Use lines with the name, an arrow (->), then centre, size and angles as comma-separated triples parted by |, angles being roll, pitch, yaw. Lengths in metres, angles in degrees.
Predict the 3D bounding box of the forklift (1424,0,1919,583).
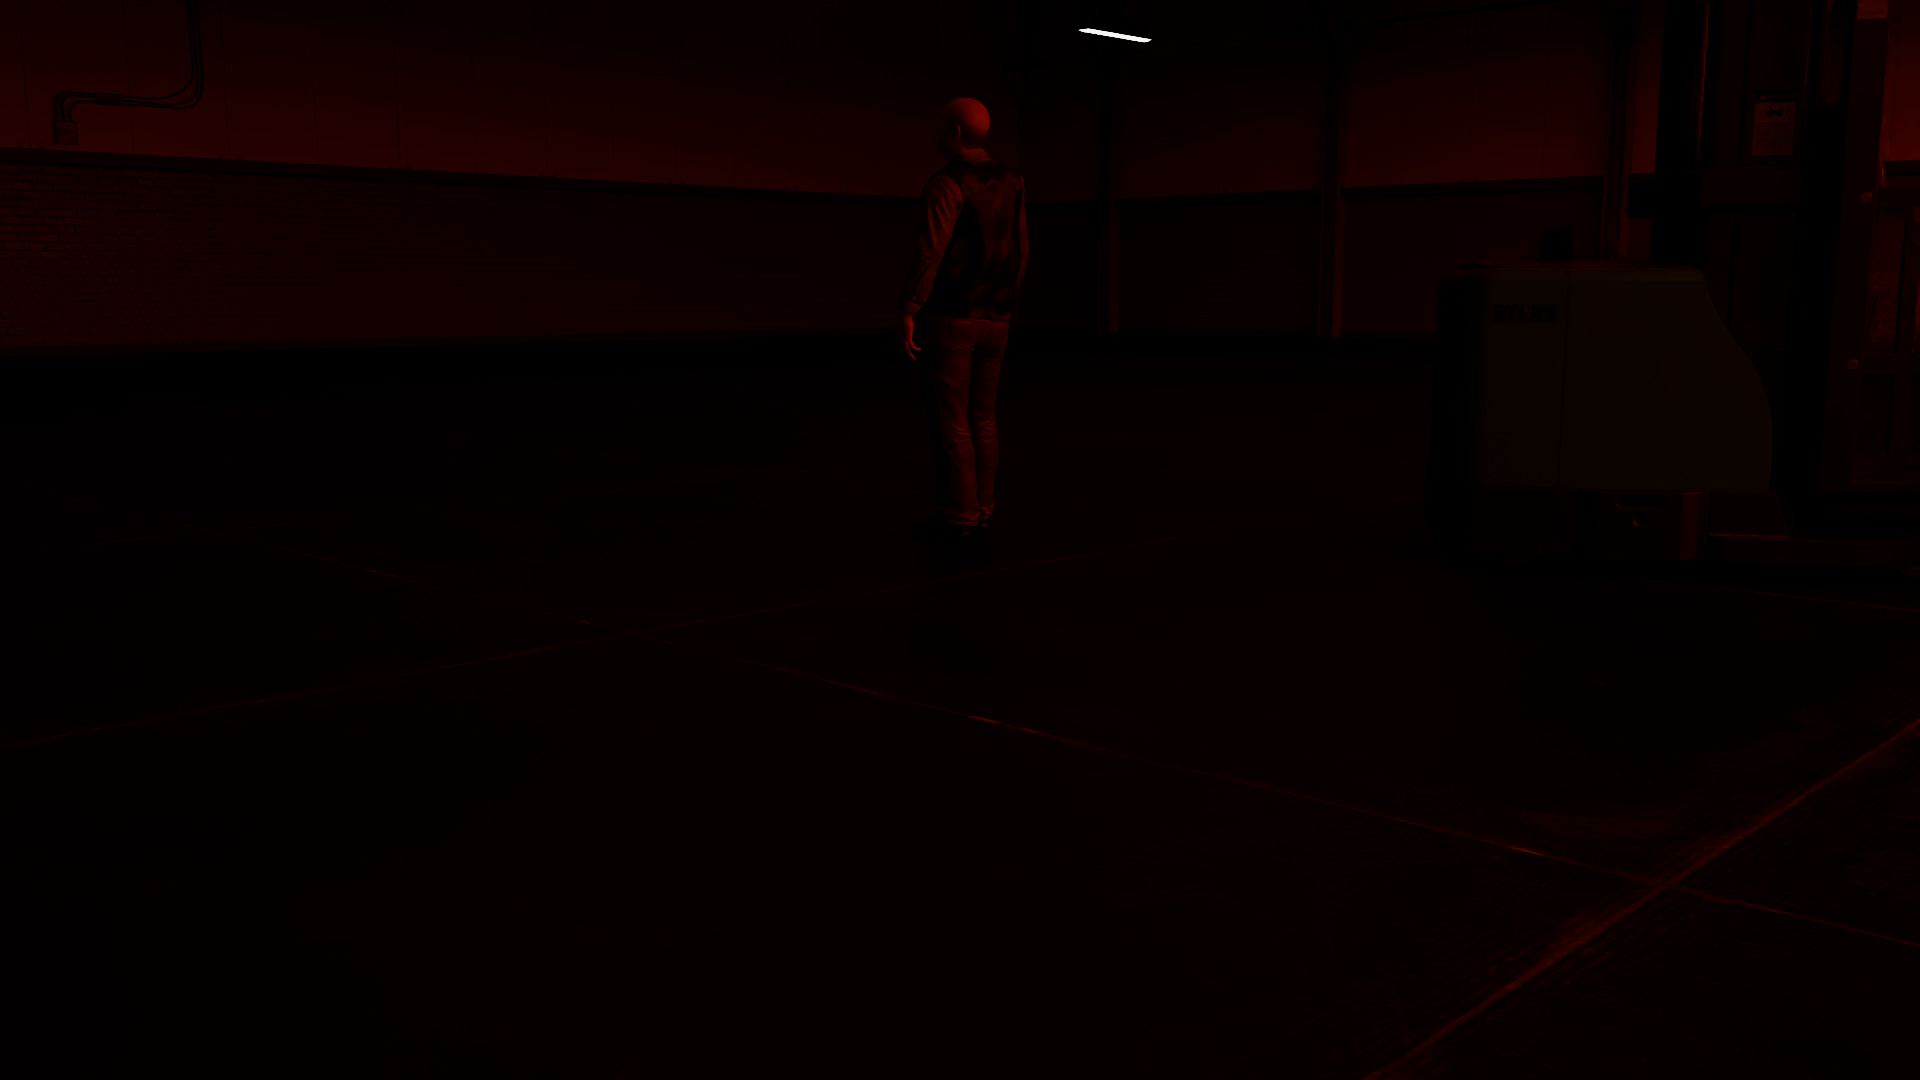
forklift -> 3.316, -1.364, 5.935 | 3.031, 2.935, 1.130 | 2, 9, 11

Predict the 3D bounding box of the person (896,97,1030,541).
person -> -0.040, -0.866, 6.636 | 0.566, 1.722, 0.634 | 8, 12, 43
